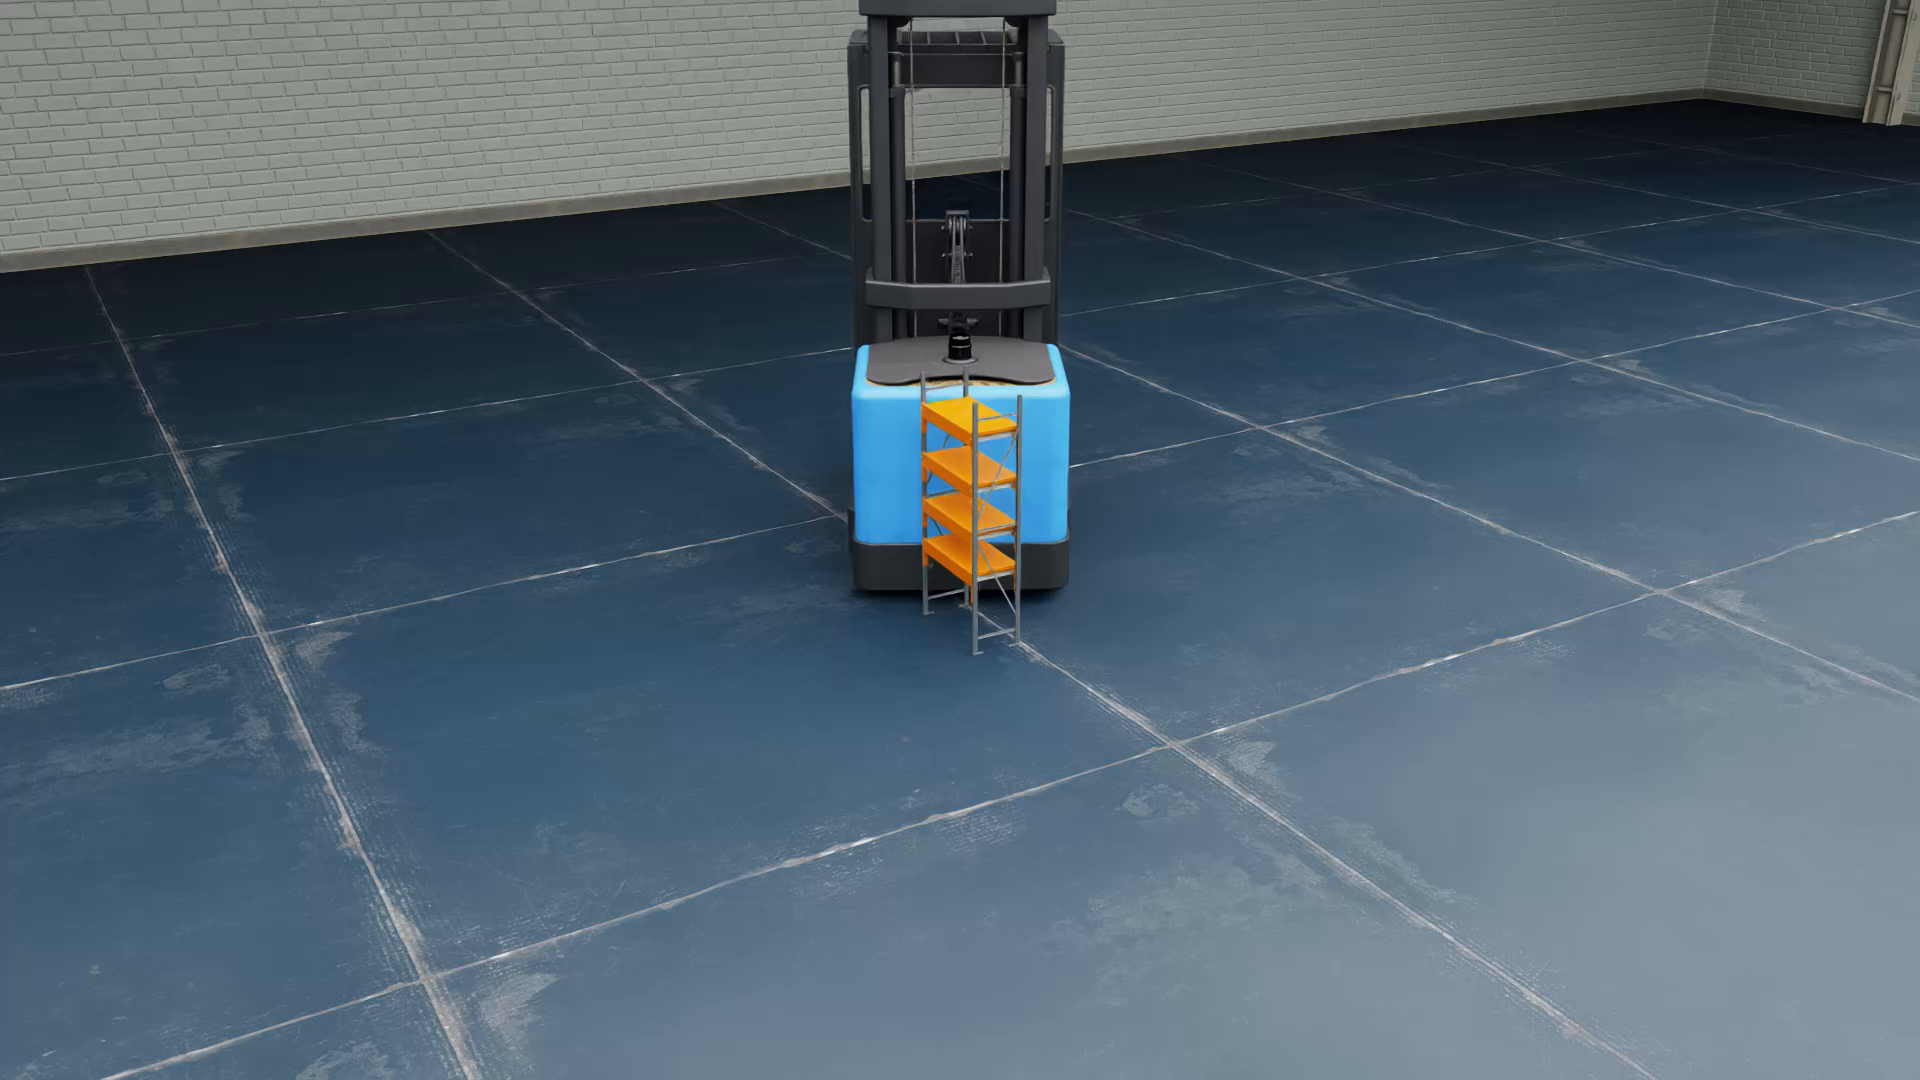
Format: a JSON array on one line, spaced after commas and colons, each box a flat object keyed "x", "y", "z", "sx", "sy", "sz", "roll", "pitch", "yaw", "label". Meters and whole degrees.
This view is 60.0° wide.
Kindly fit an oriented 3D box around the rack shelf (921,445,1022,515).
[{"x": 0.046, "y": -0.279, "z": 7.480, "sx": 0.258, "sy": 0.148, "sz": 0.480, "roll": -12, "pitch": 26, "yaw": -26, "label": "rack shelf"}]

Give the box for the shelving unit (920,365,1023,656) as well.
[{"x": 0.047, "y": -0.135, "z": 7.540, "sx": 0.258, "sy": 1.200, "sz": 0.503, "roll": -12, "pitch": 26, "yaw": -26, "label": "shelving unit"}]

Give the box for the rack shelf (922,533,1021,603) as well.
[{"x": 0.047, "y": 0.110, "z": 7.644, "sx": 0.258, "sy": 0.148, "sz": 0.480, "roll": -12, "pitch": 26, "yaw": -26, "label": "rack shelf"}]

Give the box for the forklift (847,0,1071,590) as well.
[{"x": -0.025, "y": -1.621, "z": 8.906, "sx": 1.130, "sy": 2.935, "sz": 3.031, "roll": 0, "pitch": 22, "yaw": -1, "label": "forklift"}]

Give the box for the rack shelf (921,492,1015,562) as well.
[{"x": 0.047, "y": -0.073, "z": 7.566, "sx": 0.258, "sy": 0.148, "sz": 0.480, "roll": -12, "pitch": 26, "yaw": -26, "label": "rack shelf"}]

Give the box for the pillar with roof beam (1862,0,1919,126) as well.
[{"x": 9.053, "y": -9.109, "z": 19.272, "sx": 9.100, "sy": 9.000, "sz": 0.400, "roll": -13, "pitch": 25, "yaw": -28, "label": "pillar with roof beam"}]

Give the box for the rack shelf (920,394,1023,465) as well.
[{"x": 0.046, "y": -0.497, "z": 7.388, "sx": 0.258, "sy": 0.148, "sz": 0.480, "roll": -12, "pitch": 26, "yaw": -26, "label": "rack shelf"}]

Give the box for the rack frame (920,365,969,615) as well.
[{"x": -0.069, "y": -0.219, "z": 7.738, "sx": 0.240, "sy": 1.200, "sz": 0.015, "roll": -12, "pitch": 26, "yaw": -26, "label": "rack frame"}]

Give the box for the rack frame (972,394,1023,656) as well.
[{"x": 0.162, "y": -0.052, "z": 7.342, "sx": 0.240, "sy": 1.200, "sz": 0.015, "roll": -12, "pitch": 26, "yaw": -26, "label": "rack frame"}]
